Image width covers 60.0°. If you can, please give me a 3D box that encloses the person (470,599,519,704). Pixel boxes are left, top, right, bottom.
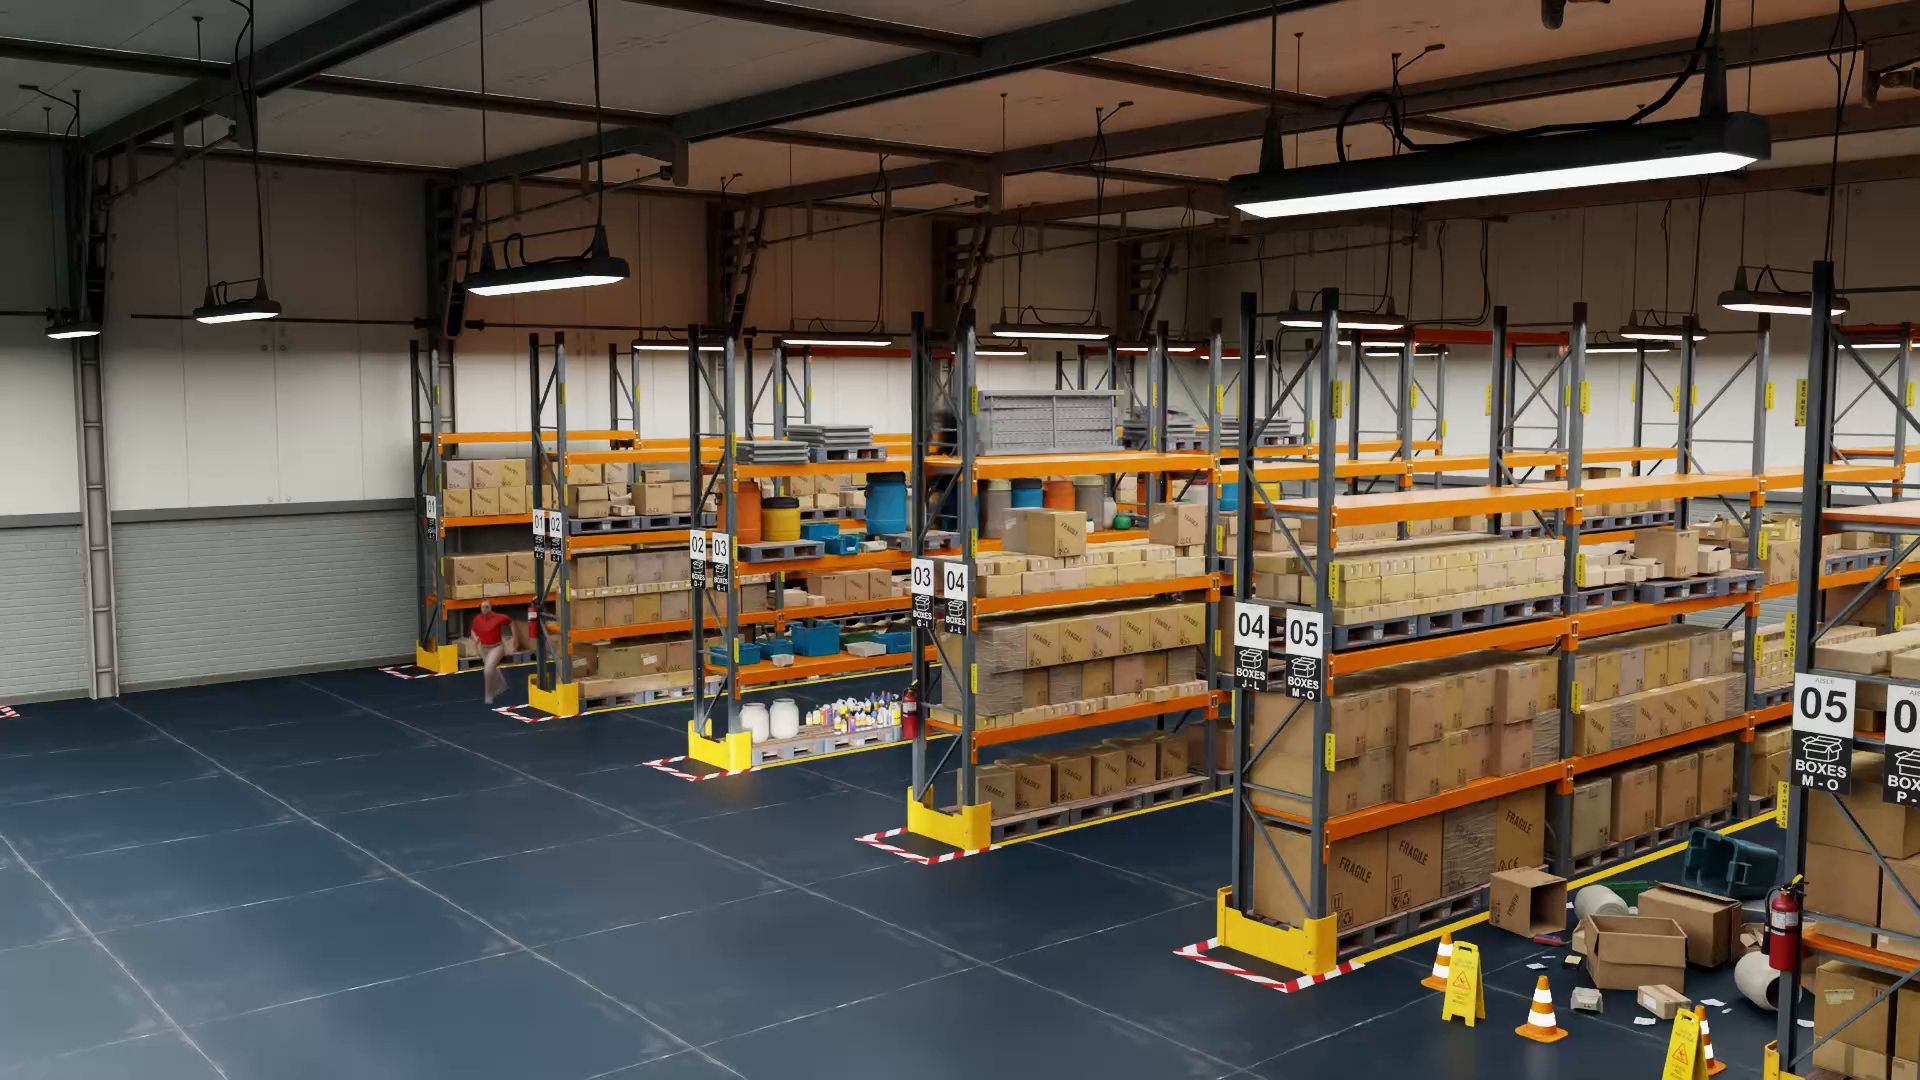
[{"bbox_3d":[-7.657,1.825,27.316,0.645,1.747,0.896,2,6,22],"label":"person"}]
